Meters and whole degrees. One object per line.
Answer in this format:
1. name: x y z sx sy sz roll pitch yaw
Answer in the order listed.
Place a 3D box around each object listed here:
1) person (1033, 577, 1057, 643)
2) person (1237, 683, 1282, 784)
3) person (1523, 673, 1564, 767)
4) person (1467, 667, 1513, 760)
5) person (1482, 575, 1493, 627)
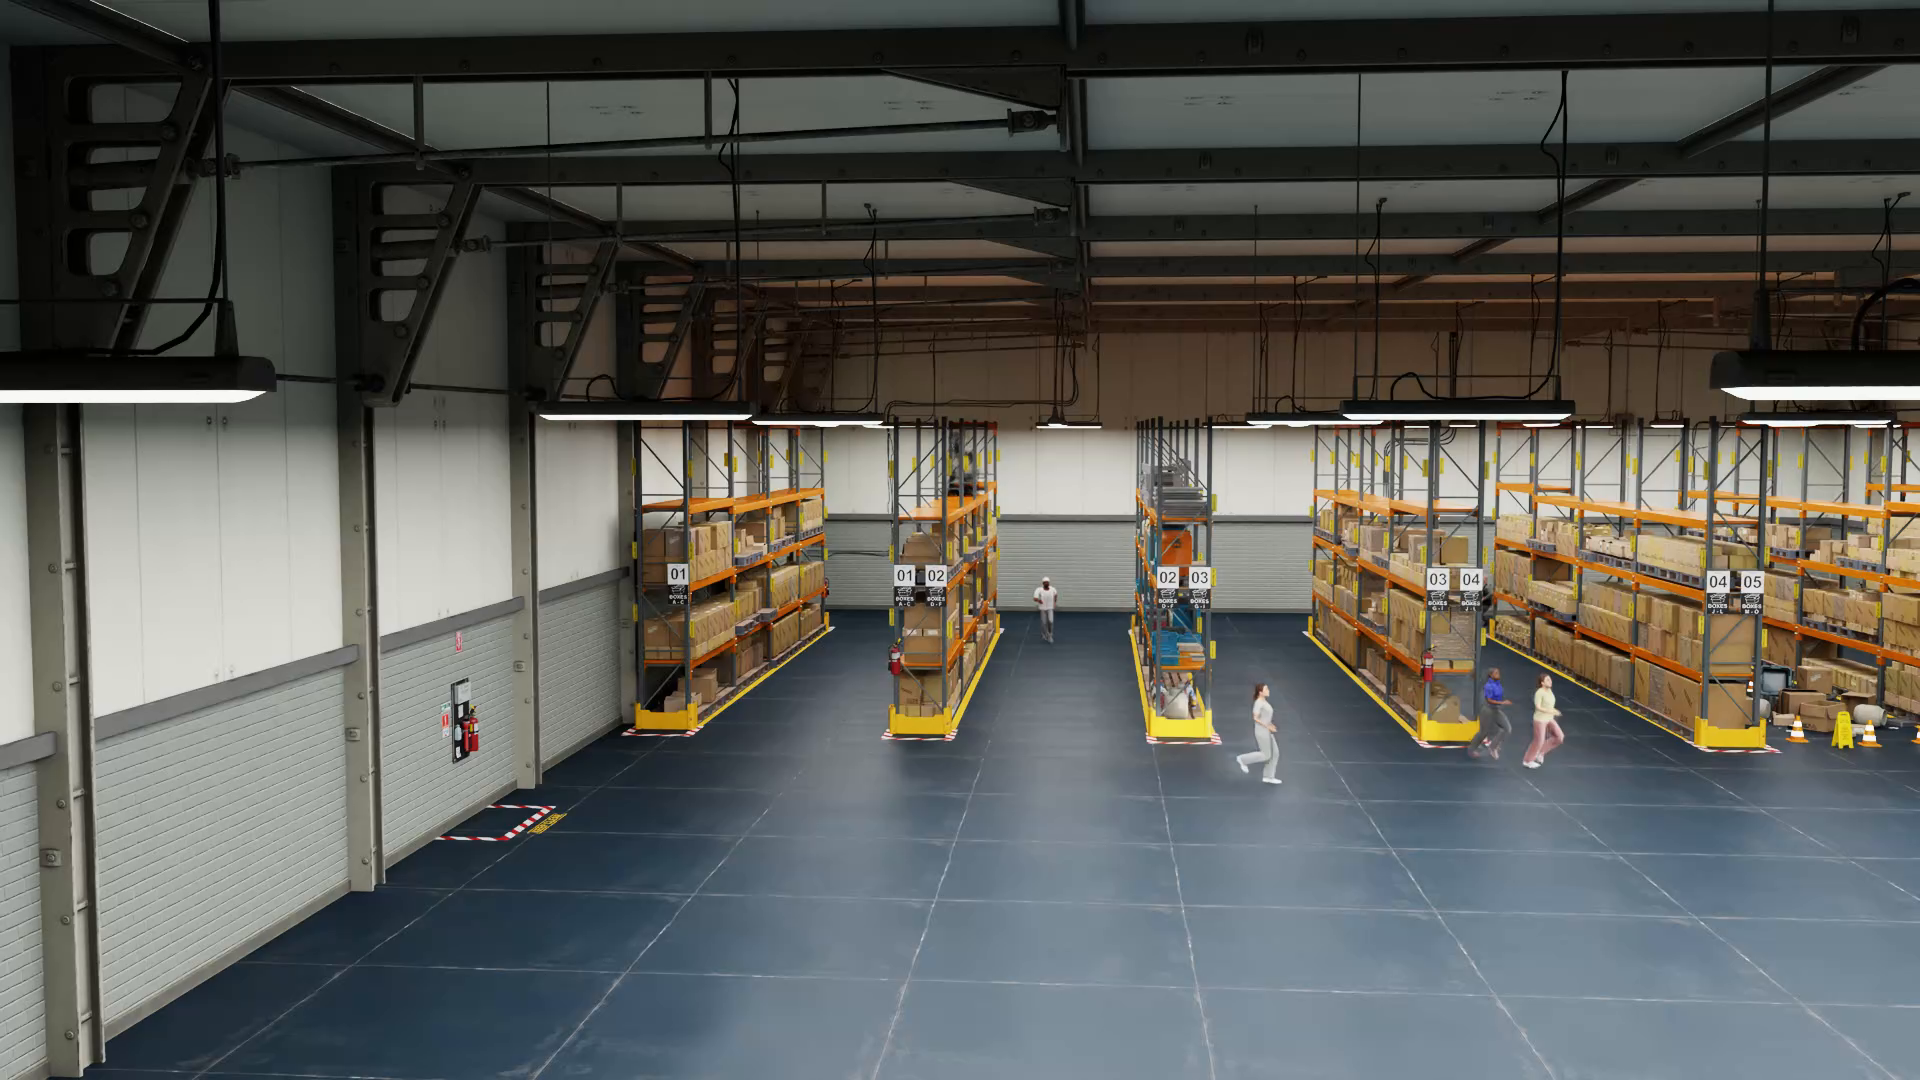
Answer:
1. person: 2.335 1.908 45.211 0.679 1.804 0.733 0 4 -3
2. person: 4.897 3.140 27.121 0.731 1.641 0.565 2 4 23
3. person: 9.912 3.061 28.182 0.594 1.620 0.714 -3 5 -38
4. person: 9.265 3.007 28.908 0.592 1.627 0.830 -3 5 -41
5. person: 14.935 1.803 47.484 0.724 1.642 0.865 0 4 -2
